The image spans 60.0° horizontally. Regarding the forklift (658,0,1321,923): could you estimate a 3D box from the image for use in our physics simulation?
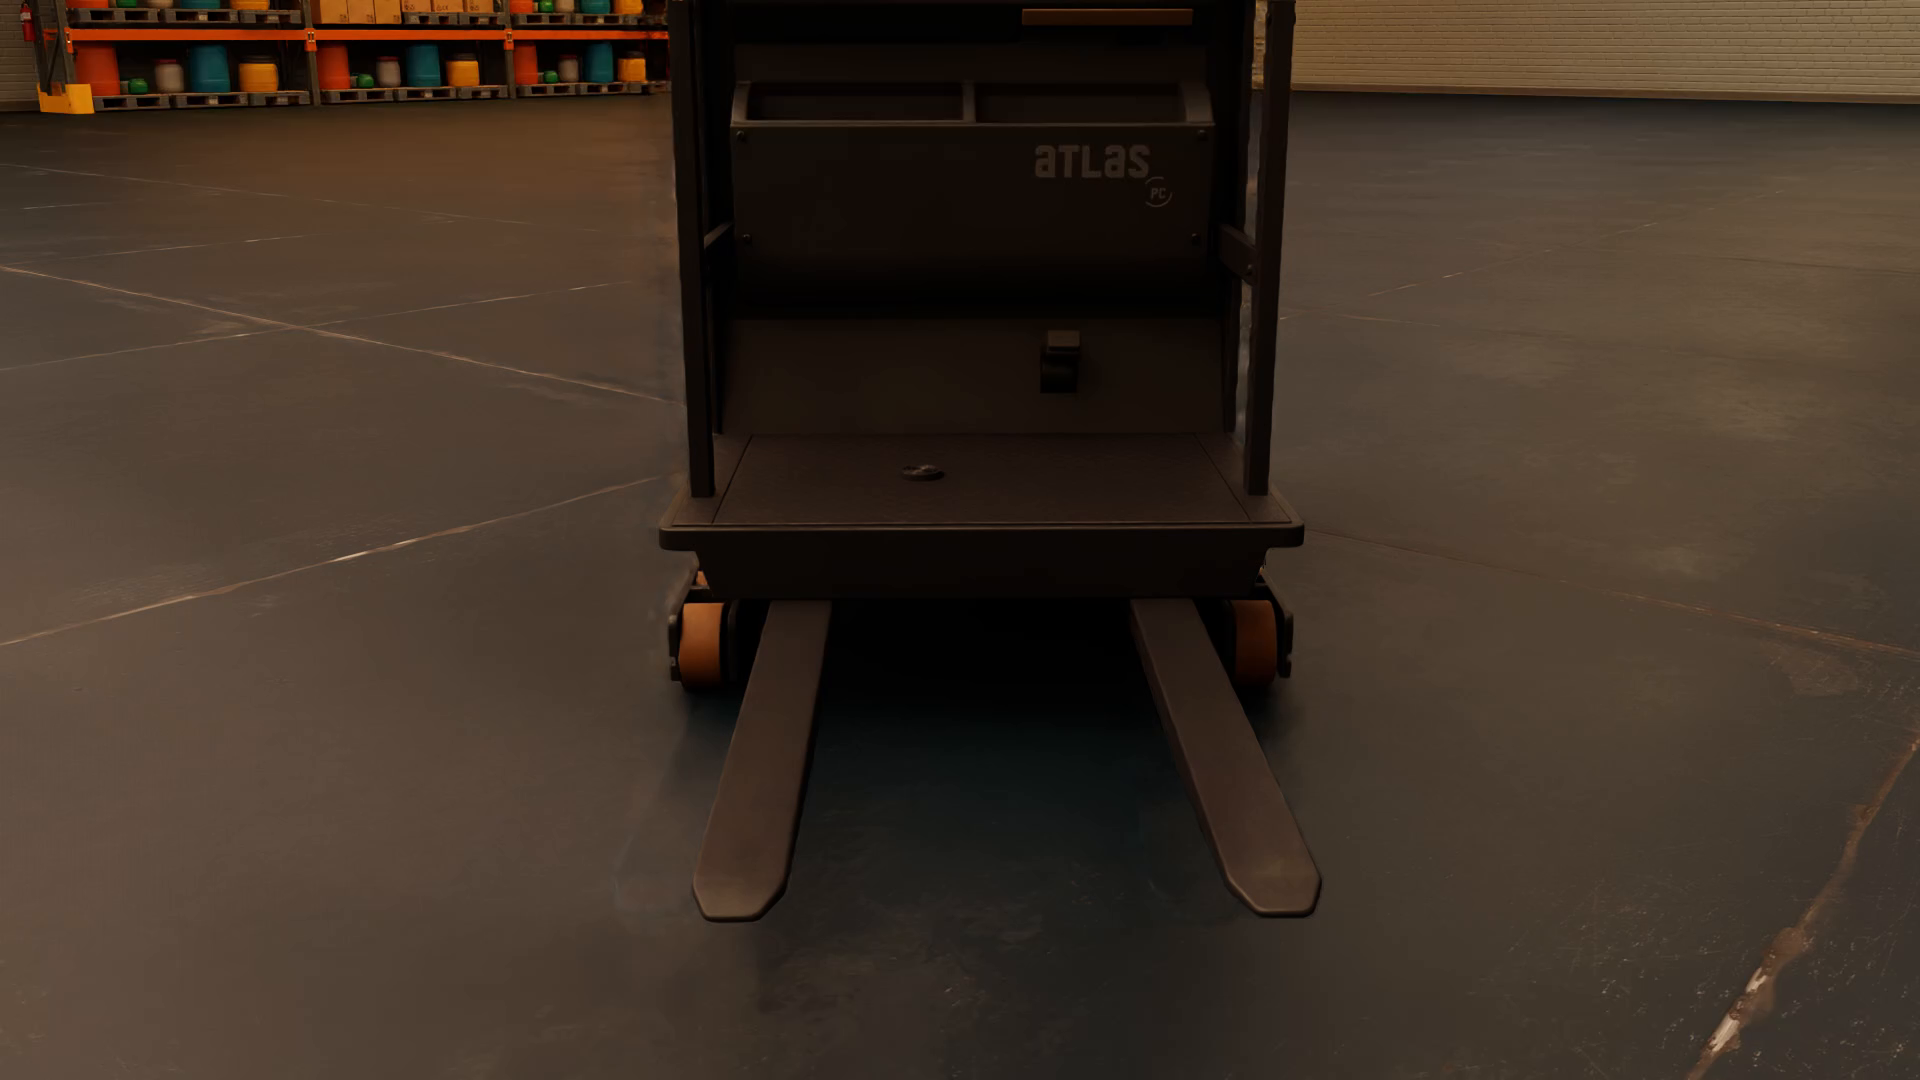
[{"bbox_3d":[0.030,-1.218,2.909,1.130,2.935,3.031,0,17,-1],"label":"forklift"}]
